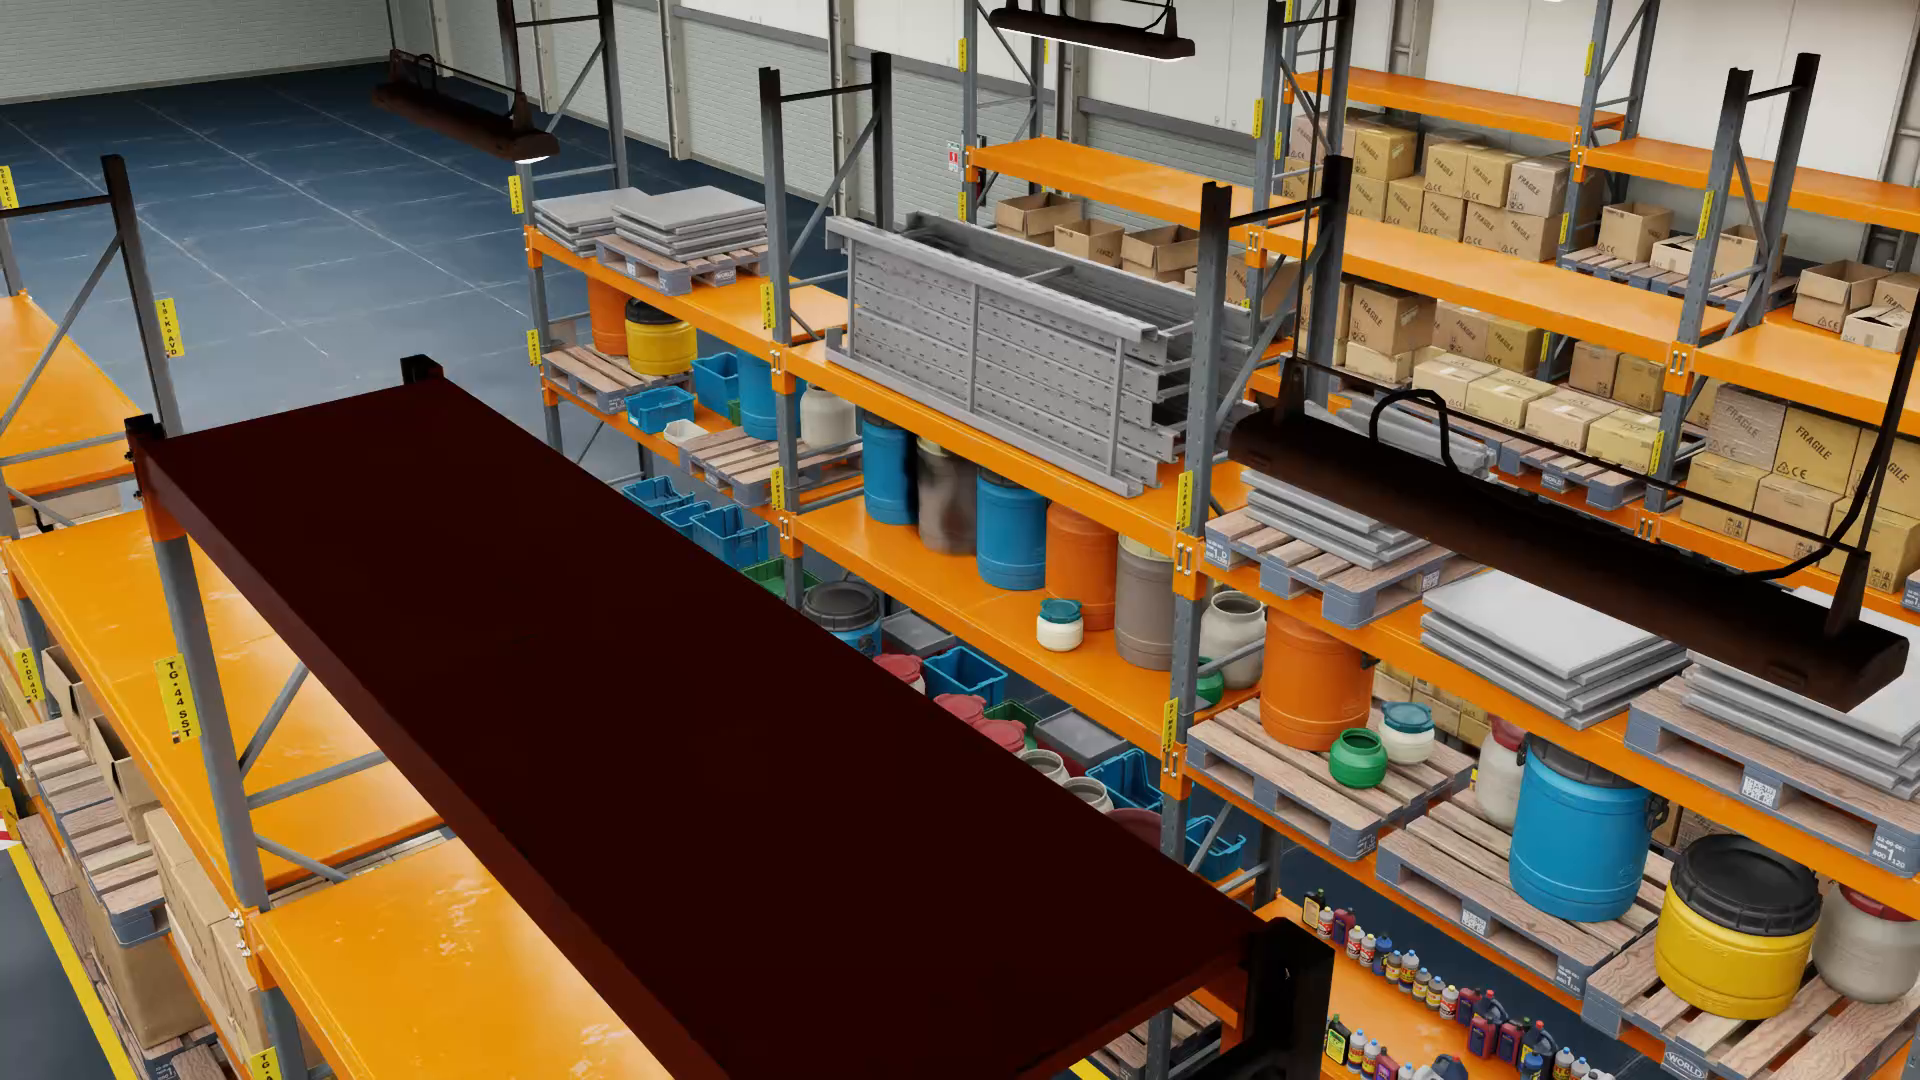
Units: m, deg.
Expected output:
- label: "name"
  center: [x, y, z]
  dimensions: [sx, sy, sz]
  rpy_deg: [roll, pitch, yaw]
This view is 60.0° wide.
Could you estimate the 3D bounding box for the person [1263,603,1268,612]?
- label: "person"
  center: [2.614, 1.161, 13.858]
  dimensions: [0.714, 1.704, 0.666]
  rpy_deg: [15, 30, 28]
